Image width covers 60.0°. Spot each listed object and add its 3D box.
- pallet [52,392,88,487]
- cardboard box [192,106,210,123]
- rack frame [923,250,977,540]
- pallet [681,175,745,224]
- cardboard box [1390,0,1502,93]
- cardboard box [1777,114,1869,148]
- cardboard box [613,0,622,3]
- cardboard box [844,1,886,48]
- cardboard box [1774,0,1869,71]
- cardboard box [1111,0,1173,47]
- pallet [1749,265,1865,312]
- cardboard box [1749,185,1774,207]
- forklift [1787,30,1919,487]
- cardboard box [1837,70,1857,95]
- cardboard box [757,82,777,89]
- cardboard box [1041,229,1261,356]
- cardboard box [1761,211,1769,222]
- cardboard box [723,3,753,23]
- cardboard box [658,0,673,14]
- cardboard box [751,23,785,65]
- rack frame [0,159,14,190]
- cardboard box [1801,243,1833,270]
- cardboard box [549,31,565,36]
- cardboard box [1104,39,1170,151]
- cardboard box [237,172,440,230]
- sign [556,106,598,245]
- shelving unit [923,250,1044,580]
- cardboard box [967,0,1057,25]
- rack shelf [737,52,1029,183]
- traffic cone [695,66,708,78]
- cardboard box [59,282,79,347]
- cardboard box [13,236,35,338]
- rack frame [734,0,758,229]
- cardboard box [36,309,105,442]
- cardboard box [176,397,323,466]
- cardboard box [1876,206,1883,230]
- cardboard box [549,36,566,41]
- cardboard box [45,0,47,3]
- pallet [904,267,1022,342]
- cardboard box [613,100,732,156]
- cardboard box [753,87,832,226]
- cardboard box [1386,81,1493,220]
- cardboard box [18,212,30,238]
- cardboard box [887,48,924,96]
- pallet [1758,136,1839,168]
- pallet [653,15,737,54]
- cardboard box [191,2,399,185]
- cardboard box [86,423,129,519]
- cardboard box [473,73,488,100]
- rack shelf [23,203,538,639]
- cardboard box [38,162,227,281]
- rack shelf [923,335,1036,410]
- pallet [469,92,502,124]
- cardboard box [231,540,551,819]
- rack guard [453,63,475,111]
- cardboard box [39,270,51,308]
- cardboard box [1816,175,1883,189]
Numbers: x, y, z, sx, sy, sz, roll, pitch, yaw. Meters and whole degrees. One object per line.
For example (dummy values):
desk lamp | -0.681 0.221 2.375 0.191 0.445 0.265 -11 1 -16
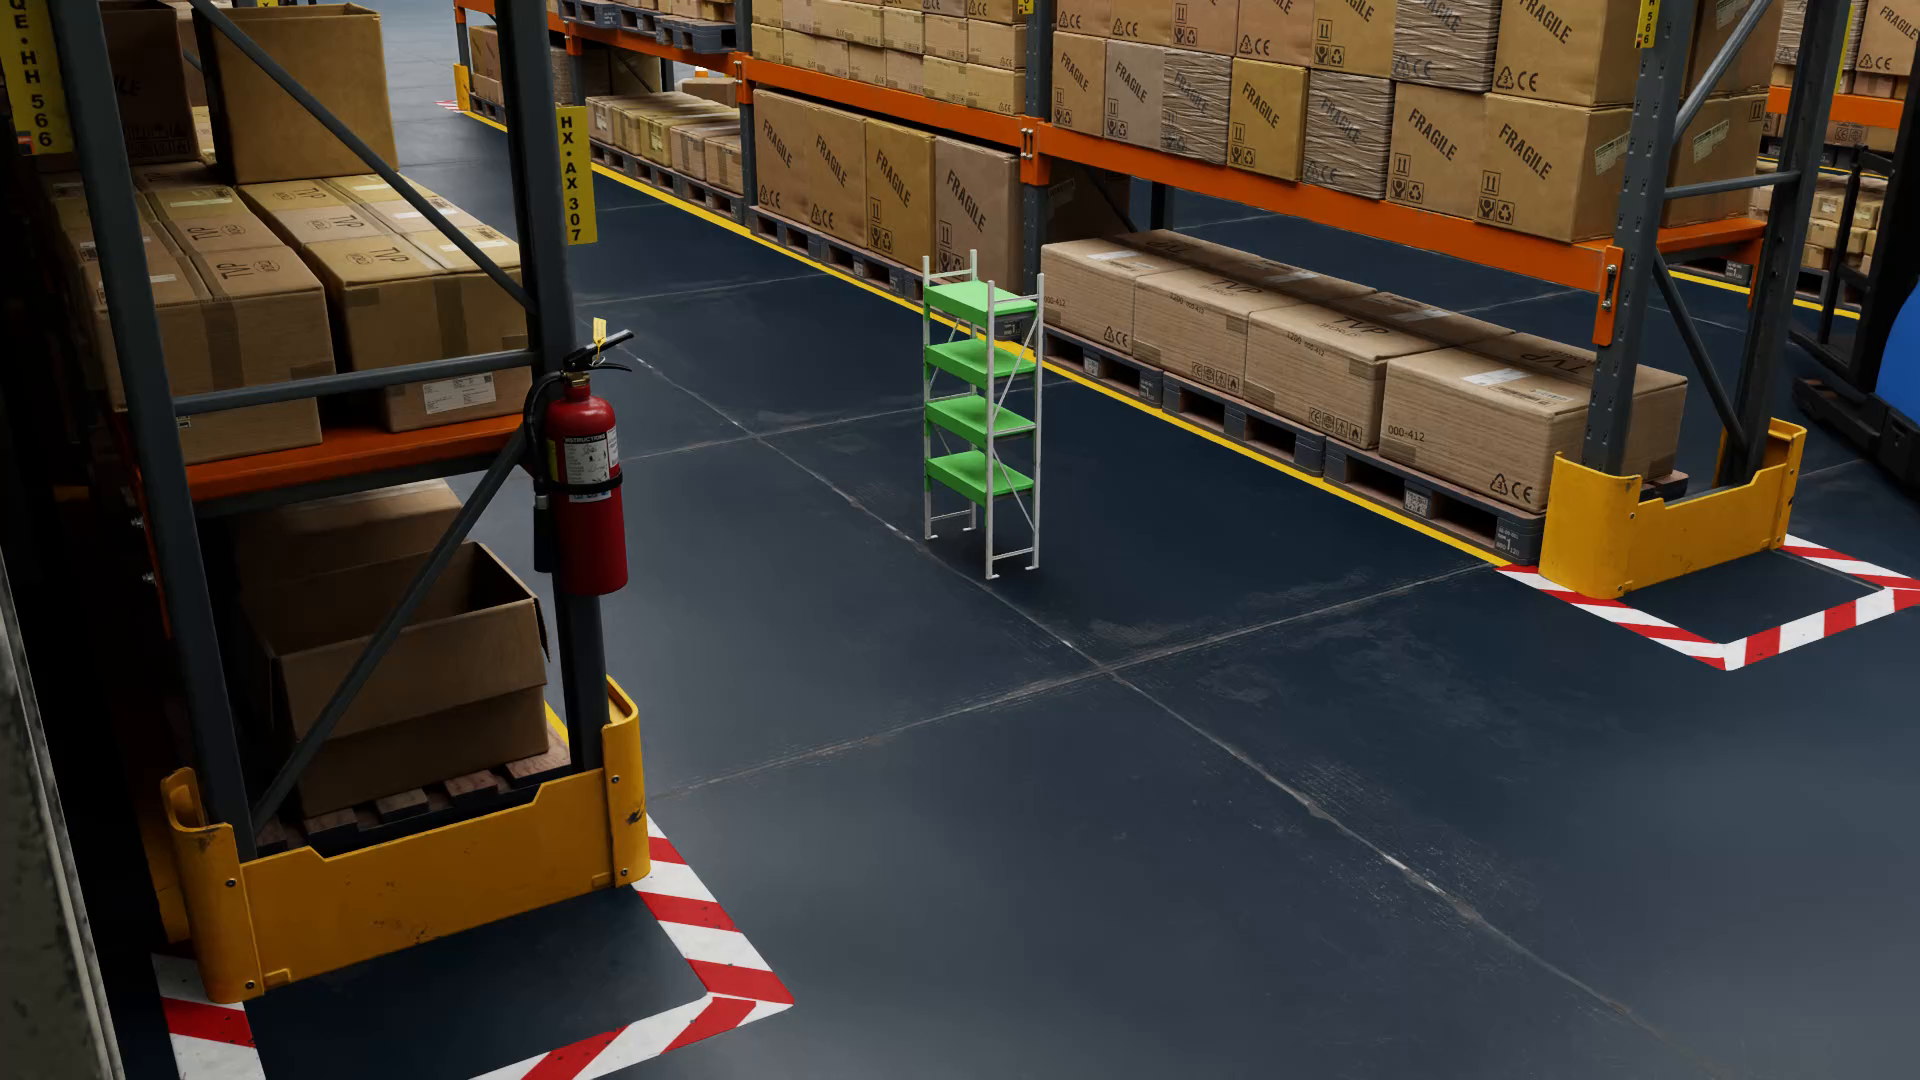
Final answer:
pallet | -3.891 -0.627 8.245 1.003 0.211 1.213 -13 25 -28
cardboard box | -2.973 -1.613 6.772 0.500 0.250 0.500 -12 25 -27
rack frame | -0.040 -0.581 6.820 0.240 1.200 0.015 -13 25 -28
pallet | -1.619 -2.875 13.776 1.003 0.211 1.213 -13 25 -28
cardboard box | 2.122 -2.107 6.723 0.500 0.500 0.500 -13 25 -28
cardboard box | 8.541 -4.227 15.664 1.225 0.875 0.875 -14 26 -30
cardboard box | -2.828 -4.796 14.575 0.380 0.149 0.250 -12 25 -27
cardboard box | -0.420 -3.366 10.816 0.500 0.250 0.500 -12 25 -27
cardboard box | 5.548 -3.250 10.468 0.500 0.500 0.500 -13 26 -29
cardboard box | 1.110 -2.763 8.336 0.500 0.500 0.500 -13 25 -29
pallet | 6.027 -1.706 10.899 1.003 0.211 1.213 -13 25 -28
cardboard box | 5.438 -2.349 11.216 0.380 0.149 0.250 -13 26 -30
forklift | 4.875 -1.915 7.801 1.130 2.935 3.031 2 22 5
cardboard box | 5.604 -2.915 10.506 0.380 0.149 0.250 -11 25 -26
cardboard box | -1.749 -4.753 17.008 0.500 0.500 0.500 -13 25 -28
cardboard box | 1.051 -1.402 9.295 0.875 0.438 0.875 -13 25 -29
cardboard box | 5.554 -2.118 11.044 0.380 0.149 0.250 -11 25 -26
cardboard box | -1.591 -4.052 12.746 0.380 0.149 0.250 -12 25 -26
cardboard box | -2.231 -4.368 13.521 0.380 0.149 0.250 -12 25 -27
cardboard box | -1.187 -3.637 12.147 0.500 0.250 0.500 -13 26 -29
rack frame | -5.486 -2.957 10.276 1.000 3.000 0.127 -13 25 -28
cardboard box | 5.634 -1.885 10.867 0.380 0.149 0.250 -13 26 -30
cardboard box | -4.153 -5.229 17.963 0.500 0.500 0.500 -13 26 -29
cardboard box | 1.090 -2.299 8.523 0.500 0.500 0.500 -12 25 -28
cardboard box | -1.919 -0.961 5.169 0.500 0.250 0.500 -13 26 -29
sign | -0.933 -0.873 3.999 0.100 0.325 0.005 -13 25 -28
shelving unit | 0.085 -0.502 6.626 0.258 1.200 0.503 -13 25 -28
cardboard box | 0.378 -3.224 9.472 0.500 0.500 0.500 -12 25 -27
rack shelf | -0.199 -2.933 11.171 1.077 0.370 4.000 -13 25 -28
traffic cone | -3.198 -5.760 20.541 0.336 0.463 0.334 -13 25 -28
cardboard box | -2.520 -0.712 5.085 0.380 0.149 0.250 -12 25 -28
cardboard box | -5.009 -1.470 9.378 0.500 0.500 0.500 -11 25 -26
rack frame | -1.221 -3.913 12.628 1.000 3.000 0.127 -13 25 -28
cardboard box | -3.948 -0.801 7.733 0.500 0.500 0.500 -13 25 -28
cardboard box | -1.800 -0.307 4.089 0.380 0.149 0.250 -13 25 -29
cardboard box | 5.959 -2.011 10.387 0.380 0.149 0.250 -14 26 -30
cardboard box | -4.320 -4.946 17.265 0.500 0.500 0.500 -11 25 -25
cardboard box | -4.493 -2.707 8.965 0.797 0.503 0.637 -13 26 -29
pallet | 0.363 -1.562 10.546 1.003 0.211 1.213 -13 25 -28
cardboard box | -2.624 -3.784 15.242 0.950 0.372 0.625 -11 25 -25
cardboard box | -0.940 -2.884 12.359 0.875 0.875 0.875 -13 25 -29
cardboard box | 2.148 -1.641 6.904 0.500 0.500 0.500 -13 26 -29
cardboard box | -4.945 -1.728 9.153 0.380 0.149 0.250 -13 26 -29
cardboard box | -0.124 -2.978 10.525 0.500 0.250 0.500 -13 26 -30
pallet | 8.256 -3.864 16.208 1.003 0.211 1.213 -13 25 -28
pallet | -1.677 -4.035 13.181 1.213 0.211 1.003 -13 25 -28
cardboard box | -2.166 -1.468 5.419 0.500 0.500 0.500 -12 25 -27
cardboard box | -3.309 -0.352 6.880 0.500 0.311 0.500 -12 25 -26
cardboard box | -5.133 -5.110 18.665 0.500 0.250 0.500 -13 25 -29
rack shelf | -2.421 -0.682 5.633 1.077 0.370 4.000 -13 25 -28
cardboard box | -2.641 -1.032 5.342 0.500 0.250 0.500 -13 25 -28
rack shelf | 0.085 -0.665 6.559 0.258 0.148 0.480 -13 25 -28
pallet | -4.884 -4.917 18.800 1.003 0.211 1.213 -13 25 -28
cardboard box | -1.631 0.378 4.828 0.797 0.503 0.637 -14 26 -30
rack guard | -5.269 -5.321 19.409 1.175 0.500 0.348 -13 25 -28
cardboard box | -4.149 -1.225 7.913 0.380 0.149 0.250 -12 25 -28
cardboard box | 6.013 -2.365 11.256 0.380 0.149 0.250 -14 26 -31
